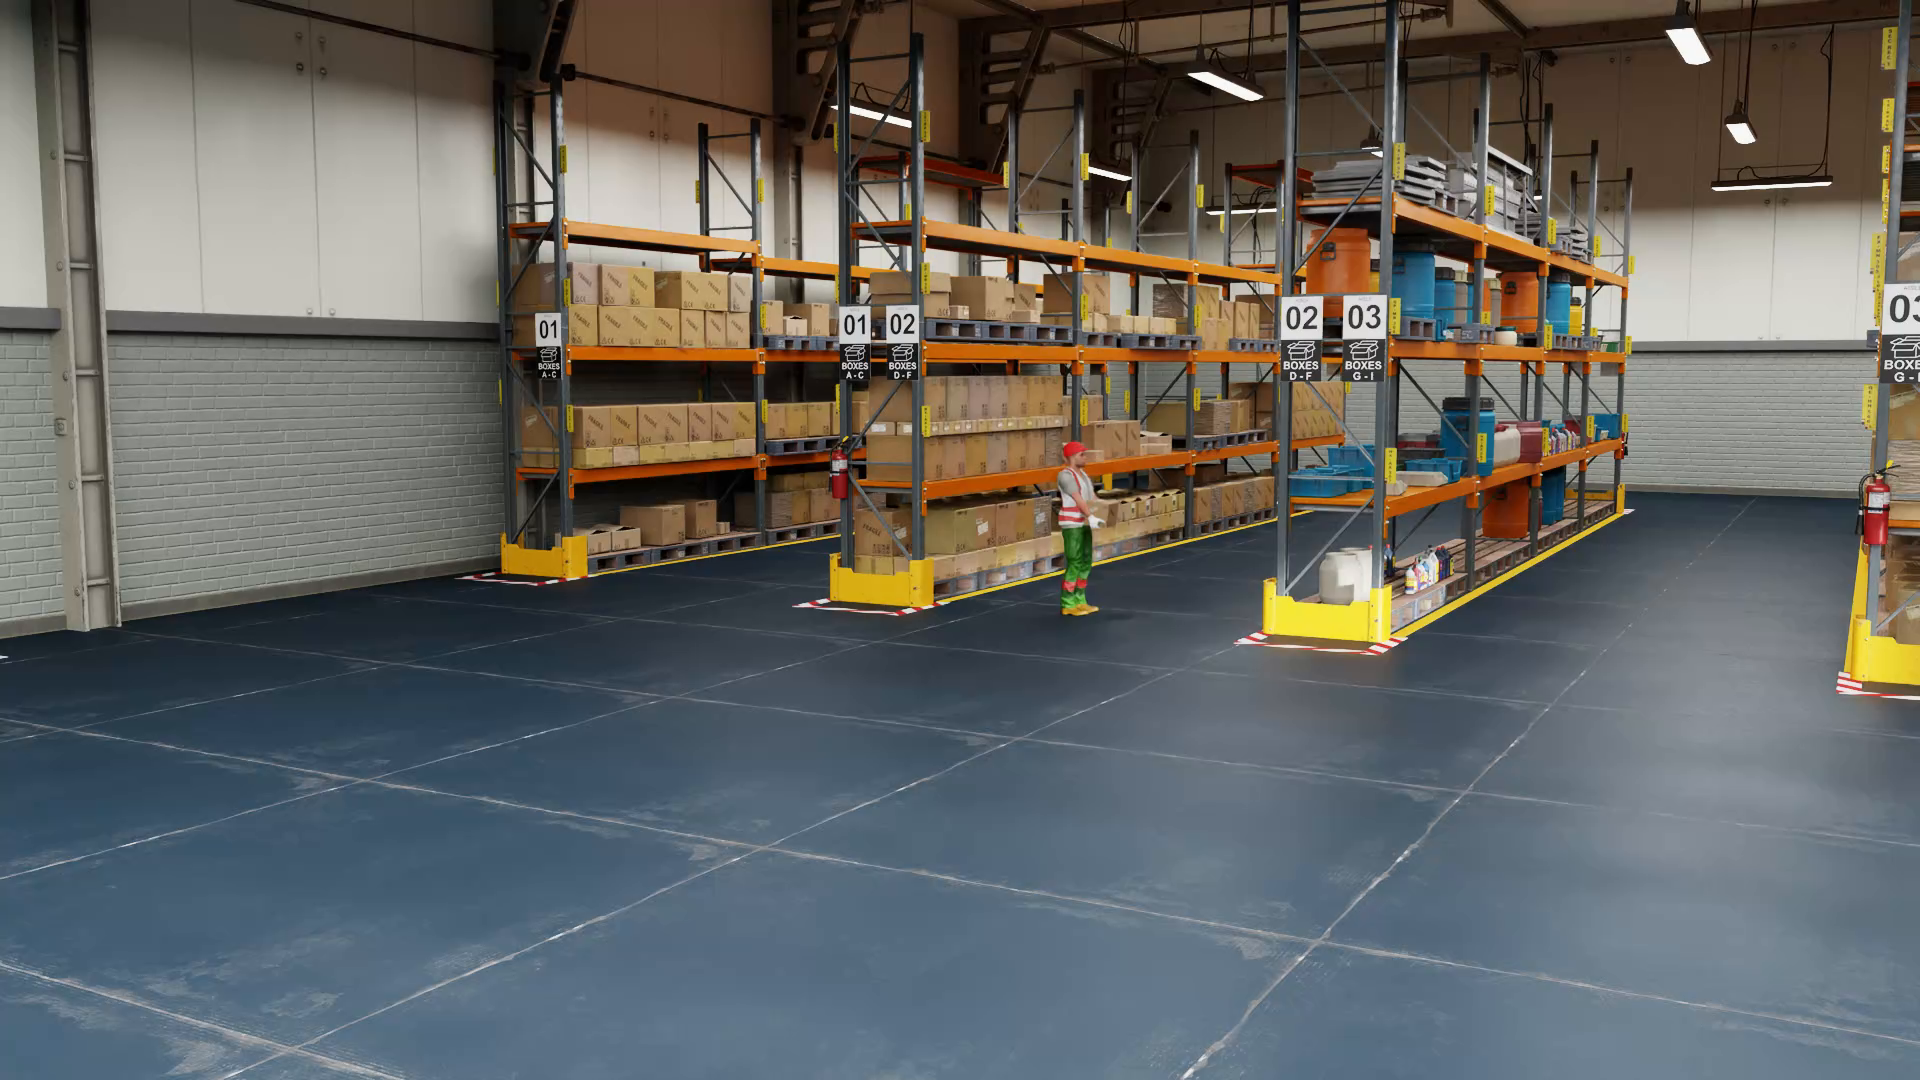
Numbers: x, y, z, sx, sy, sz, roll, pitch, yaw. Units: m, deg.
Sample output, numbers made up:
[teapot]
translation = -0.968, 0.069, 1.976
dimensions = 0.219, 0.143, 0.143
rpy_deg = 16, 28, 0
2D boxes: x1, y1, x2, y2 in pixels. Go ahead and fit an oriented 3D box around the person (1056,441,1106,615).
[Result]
[person]
translation = 1.310, -0.124, 17.177
dimensions = 0.564, 1.784, 0.494
rpy_deg = 3, 7, 29
